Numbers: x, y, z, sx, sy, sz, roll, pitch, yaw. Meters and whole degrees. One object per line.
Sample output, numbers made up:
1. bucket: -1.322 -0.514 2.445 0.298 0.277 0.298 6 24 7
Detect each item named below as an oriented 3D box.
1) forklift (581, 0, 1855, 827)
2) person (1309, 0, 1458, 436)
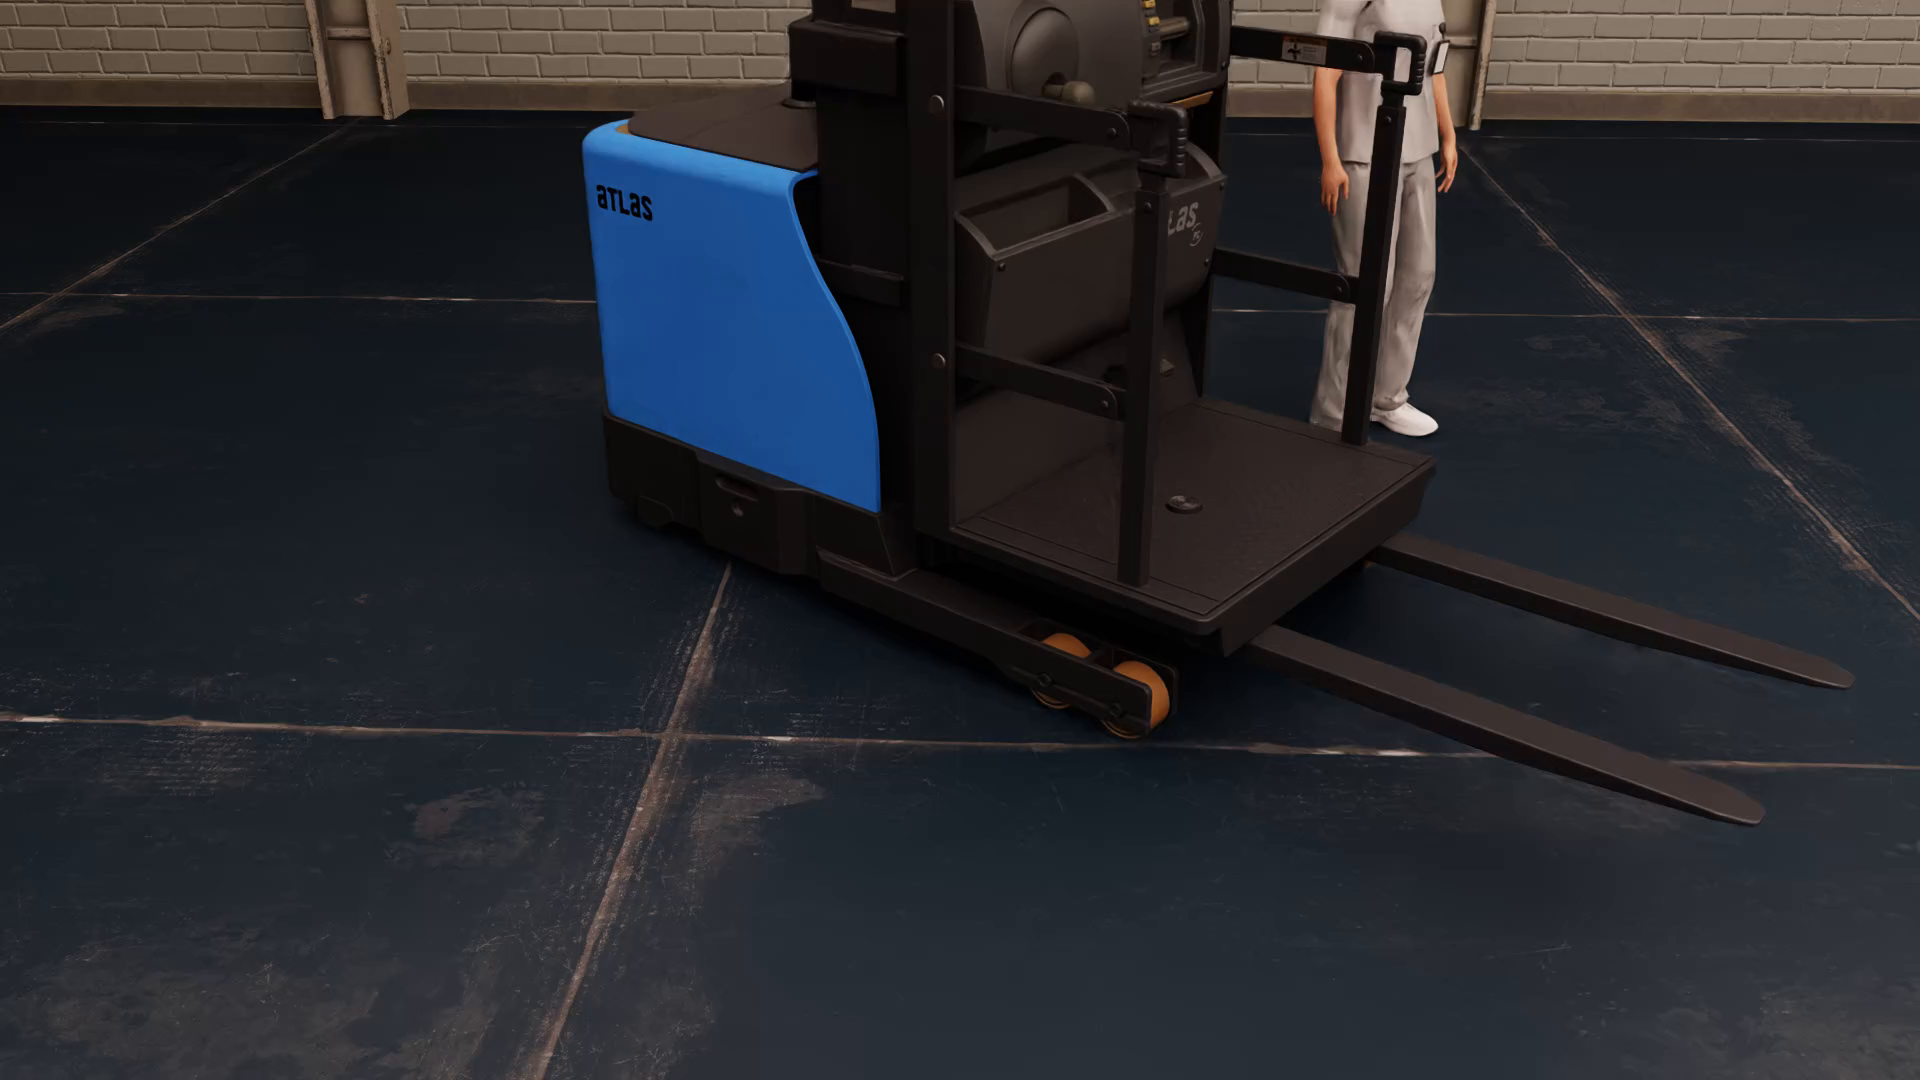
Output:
1. forklift: 0.477 -1.144 3.529 3.031 2.935 1.130 20 33 35
2. person: 1.266 -1.093 4.847 0.558 1.674 0.466 -21 33 -35
